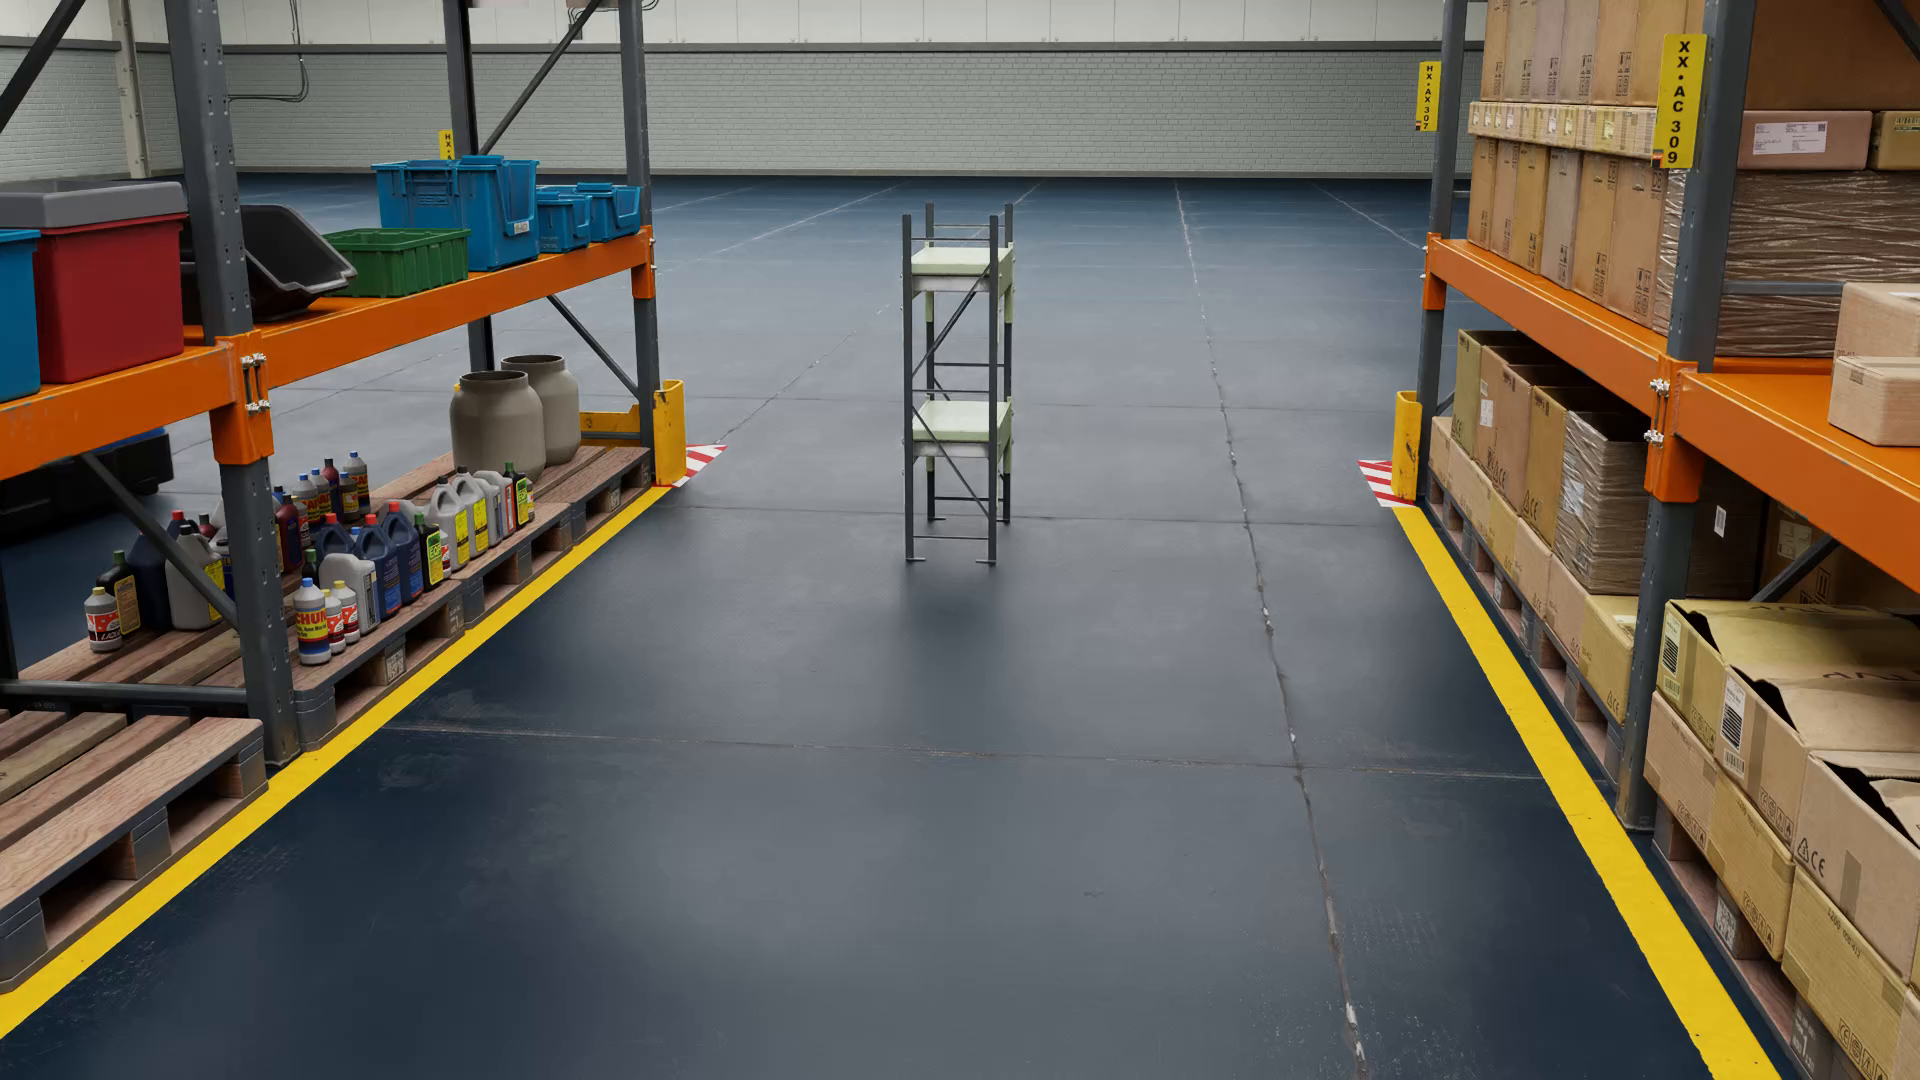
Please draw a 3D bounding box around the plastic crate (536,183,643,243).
[{"bbox_3d":[-1.868,-1.606,8.140,0.499,0.251,0.616,2,15,6],"label":"plastic crate"}]

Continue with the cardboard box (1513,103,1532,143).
[{"bbox_3d":[2.440,-1.668,6.649,0.380,0.149,0.250,1,15,4],"label":"cardboard box"}]

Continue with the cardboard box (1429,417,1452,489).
[{"bbox_3d":[2.531,-0.412,7.904,0.500,0.250,0.500,2,15,6],"label":"cardboard box"}]

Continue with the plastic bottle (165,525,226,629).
[{"bbox_3d":[-2.630,0.116,5.718,0.144,0.351,0.185,2,15,6],"label":"plastic bottle"}]

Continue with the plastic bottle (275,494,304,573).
[{"bbox_3d":[-2.587,-0.028,6.381,0.061,0.283,0.133,2,15,6],"label":"plastic bottle"}]

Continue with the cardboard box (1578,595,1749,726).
[{"bbox_3d":[2.197,0.366,5.026,0.500,0.250,0.500,2,15,6],"label":"cardboard box"}]

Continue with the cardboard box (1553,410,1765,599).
[{"bbox_3d":[2.265,-0.126,5.406,0.500,0.500,0.500,2,15,6],"label":"cardboard box"}]

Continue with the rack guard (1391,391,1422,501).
[{"bbox_3d":[2.815,-0.469,8.439,1.175,0.500,0.348,2,15,6],"label":"rack guard"}]

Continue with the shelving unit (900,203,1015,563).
[{"bbox_3d":[0.001,-0.726,7.473,0.431,1.500,0.755,2,15,6],"label":"shelving unit"}]

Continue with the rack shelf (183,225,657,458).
[{"bbox_3d":[-2.334,-0.950,6.809,1.077,0.370,4.000,2,15,6],"label":"rack shelf"}]

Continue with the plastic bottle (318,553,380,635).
[{"bbox_3d":[-2.079,0.169,5.666,0.152,0.276,0.135,2,15,8],"label":"plastic bottle"}]

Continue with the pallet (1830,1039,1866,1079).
[{"bbox_3d":[2.182,1.223,2.733,1.003,0.211,1.213,2,15,6],"label":"pallet"}]

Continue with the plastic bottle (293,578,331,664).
[{"bbox_3d":[-2.088,0.256,5.353,0.097,0.271,0.097,0,15,0],"label":"plastic bottle"}]

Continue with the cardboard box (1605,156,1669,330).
[{"bbox_3d":[2.458,-0.933,5.173,0.700,0.500,0.500,2,15,6],"label":"cardboard box"}]

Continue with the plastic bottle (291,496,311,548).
[{"bbox_3d":[-2.684,-0.076,6.716,0.097,0.201,0.097,0,15,0],"label":"plastic bottle"}]

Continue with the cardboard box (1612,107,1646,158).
[{"bbox_3d":[2.265,-1.271,5.180,0.380,0.149,0.250,2,15,6],"label":"cardboard box"}]

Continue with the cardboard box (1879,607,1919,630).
[{"bbox_3d":[2.601,0.335,4.064,0.500,0.311,0.500,2,15,6],"label":"cardboard box"}]

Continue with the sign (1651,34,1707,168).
[{"bbox_3d":[1.810,-1.104,4.189,0.100,0.325,0.005,2,15,6],"label":"sign"}]

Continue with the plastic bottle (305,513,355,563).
[{"bbox_3d":[-2.200,0.086,5.829,0.144,0.351,0.185,2,15,6],"label":"plastic bottle"}]

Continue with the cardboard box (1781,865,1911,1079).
[{"bbox_3d":[1.955,0.857,3.210,0.500,0.250,0.500,1,15,5],"label":"cardboard box"}]

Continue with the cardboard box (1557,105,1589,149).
[{"bbox_3d":[2.351,-1.469,5.913,0.380,0.149,0.250,2,15,8],"label":"cardboard box"}]

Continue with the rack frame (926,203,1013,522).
[{"bbox_3d":[0.042,-0.821,7.824,0.400,1.500,0.023,2,15,6],"label":"rack frame"}]

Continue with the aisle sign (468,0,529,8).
[{"bbox_3d":[-2.391,-3.099,8.395,0.394,0.787,0.004,2,15,6],"label":"aisle sign"}]

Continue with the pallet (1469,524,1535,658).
[{"bbox_3d":[2.628,0.192,6.549,1.003,0.211,1.213,2,15,6],"label":"pallet"}]

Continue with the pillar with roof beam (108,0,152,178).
[{"bbox_3d":[-15.120,-12.795,37.742,9.100,9.000,0.400,2,15,6],"label":"pillar with roof beam"}]

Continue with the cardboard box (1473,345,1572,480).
[{"bbox_3d":[2.433,-0.515,6.845,0.500,0.500,0.500,2,15,6],"label":"cardboard box"}]

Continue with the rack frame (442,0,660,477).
[{"bbox_3d":[-2.108,-1.816,8.633,1.000,3.000,0.127,2,15,6],"label":"rack frame"}]

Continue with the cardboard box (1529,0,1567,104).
[{"bbox_3d":[2.631,-1.942,6.422,0.700,0.500,0.500,2,15,6],"label":"cardboard box"}]

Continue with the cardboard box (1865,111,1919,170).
[{"bbox_3d":[2.584,-1.058,4.392,0.380,0.149,0.250,2,15,6],"label":"cardboard box"}]

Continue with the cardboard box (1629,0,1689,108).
[{"bbox_3d":[2.461,-1.553,4.982,0.700,0.500,0.500,2,15,6],"label":"cardboard box"}]

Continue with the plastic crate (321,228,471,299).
[{"bbox_3d":[-2.126,-1.020,6.095,0.450,0.188,0.662,2,15,6],"label":"plastic crate"}]

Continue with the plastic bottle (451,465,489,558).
[{"bbox_3d":[-1.966,-0.117,6.581,0.144,0.351,0.185,2,15,9],"label":"plastic bottle"}]

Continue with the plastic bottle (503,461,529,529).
[{"bbox_3d":[-1.875,-0.197,7.007,0.061,0.283,0.133,2,15,8],"label":"plastic bottle"}]

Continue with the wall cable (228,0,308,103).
[{"bbox_3d":[-17.752,-12.148,41.298,3.097,2.526,0.112,2,15,6],"label":"wall cable"}]

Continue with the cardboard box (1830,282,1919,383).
[{"bbox_3d":[2.349,-0.431,3.796,0.500,0.250,0.500,3,15,10],"label":"cardboard box"}]

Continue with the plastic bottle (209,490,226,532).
[{"bbox_3d":[-2.715,-0.022,6.228,0.144,0.351,0.185,2,15,6],"label":"plastic bottle"}]

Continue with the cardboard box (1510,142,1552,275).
[{"bbox_3d":[2.631,-1.332,6.651,0.700,0.500,0.500,2,15,7],"label":"cardboard box"}]

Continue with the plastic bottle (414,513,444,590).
[{"bbox_3d":[-1.975,0.032,6.157,0.061,0.283,0.133,2,15,9],"label":"plastic bottle"}]

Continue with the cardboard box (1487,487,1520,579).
[{"bbox_3d":[2.360,-0.023,6.465,0.500,0.250,0.500,2,15,6],"label":"cardboard box"}]

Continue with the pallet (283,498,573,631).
[{"bbox_3d":[-2.307,0.077,6.973,1.003,0.211,1.213,2,15,6],"label":"pallet"}]

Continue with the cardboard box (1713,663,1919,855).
[{"bbox_3d":[2.006,0.451,3.635,0.500,0.311,0.500,2,15,6],"label":"cardboard box"}]

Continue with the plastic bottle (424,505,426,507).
[{"bbox_3d":[-2.091,-0.037,6.572,0.097,0.201,0.097,0,15,0],"label":"plastic bottle"}]

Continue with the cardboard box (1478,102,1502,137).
[{"bbox_3d":[2.527,-1.867,7.386,0.380,0.149,0.250,1,15,5],"label":"cardboard box"}]

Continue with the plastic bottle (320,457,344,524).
[{"bbox_3d":[-2.666,-0.198,7.010,0.061,0.283,0.133,2,15,7],"label":"plastic bottle"}]

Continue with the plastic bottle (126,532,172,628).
[{"bbox_3d":[-2.774,0.112,5.734,0.144,0.351,0.185,1,15,5],"label":"plastic bottle"}]

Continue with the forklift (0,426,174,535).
[{"bbox_3d":[-4.932,-1.330,6.965,1.130,2.935,3.031,4,16,15],"label":"forklift"}]
